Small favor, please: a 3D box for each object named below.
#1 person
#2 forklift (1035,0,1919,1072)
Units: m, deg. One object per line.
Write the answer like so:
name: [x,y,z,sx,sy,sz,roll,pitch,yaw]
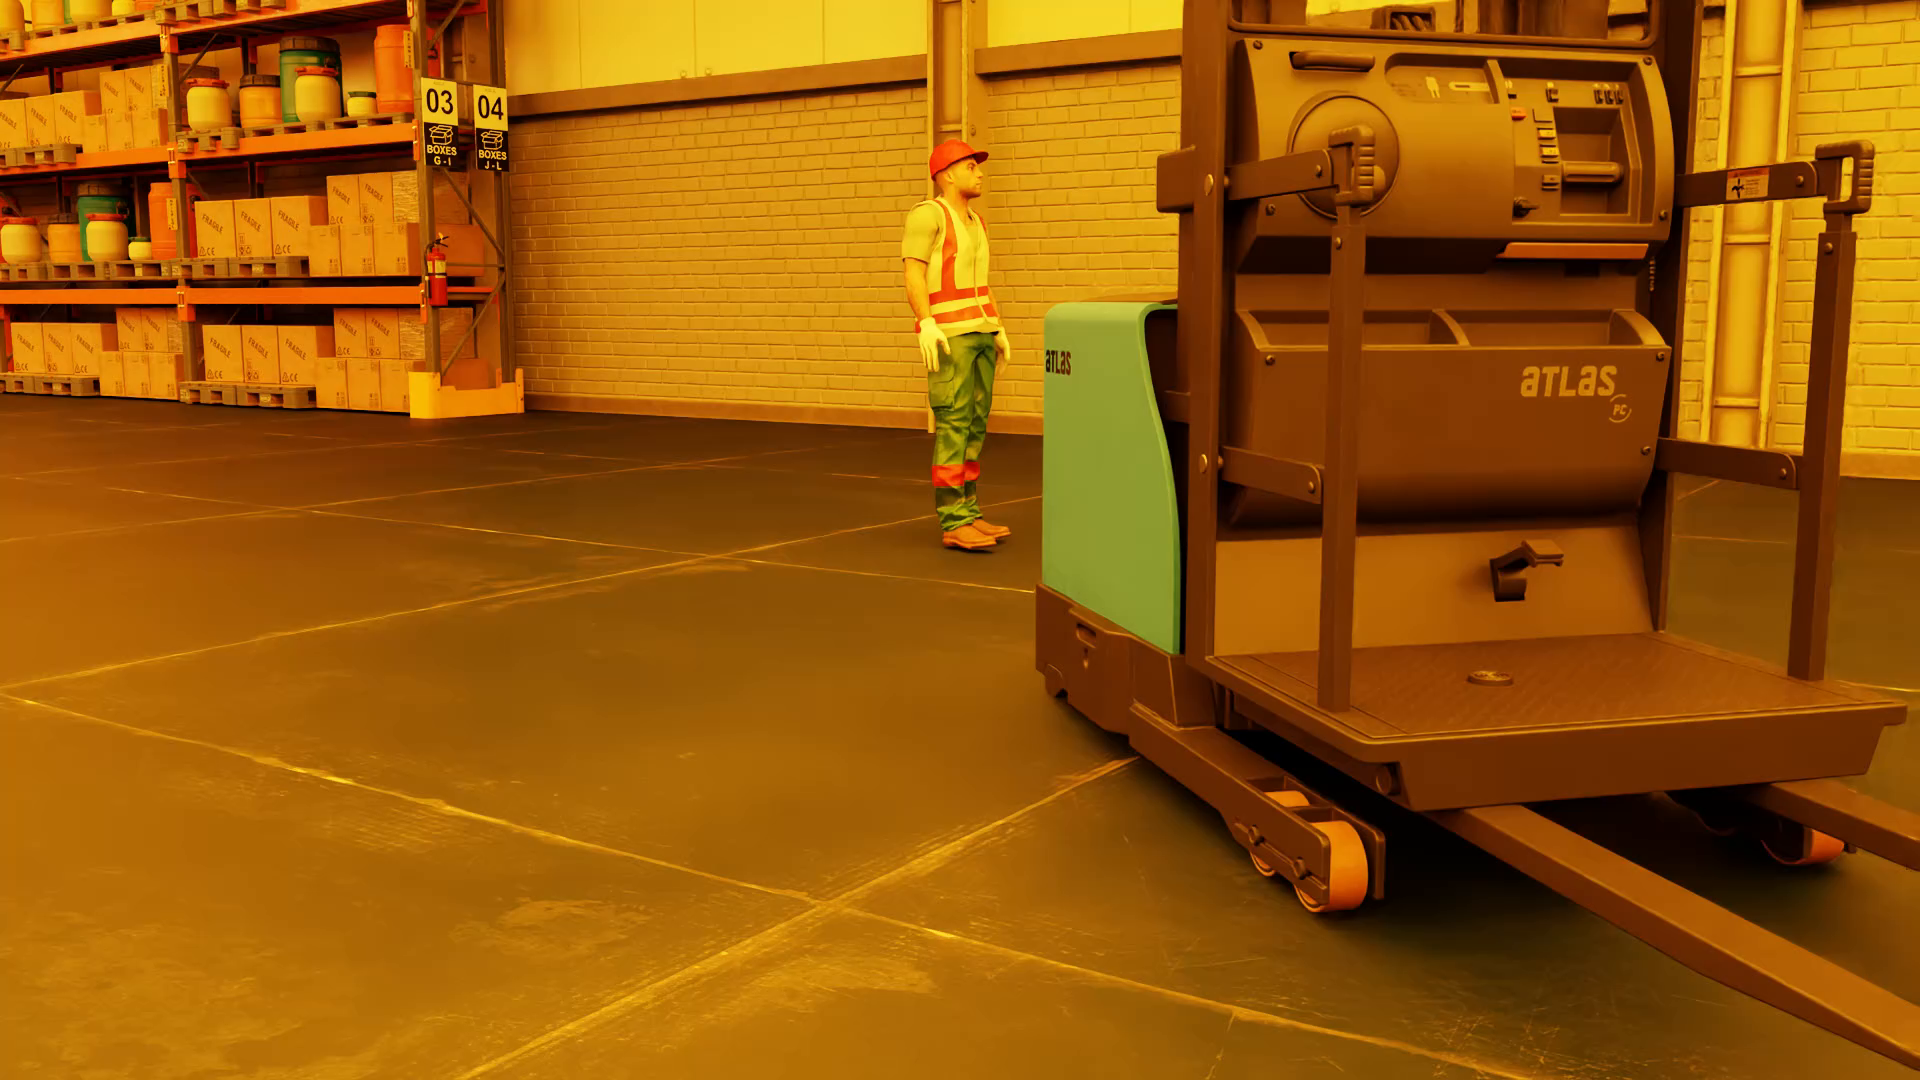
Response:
person: [0.061,-0.885,7.423,0.562,1.789,0.638,5,10,34]
forklift: [1.071,-0.848,3.156,1.130,2.935,3.031,-2,8,-14]
